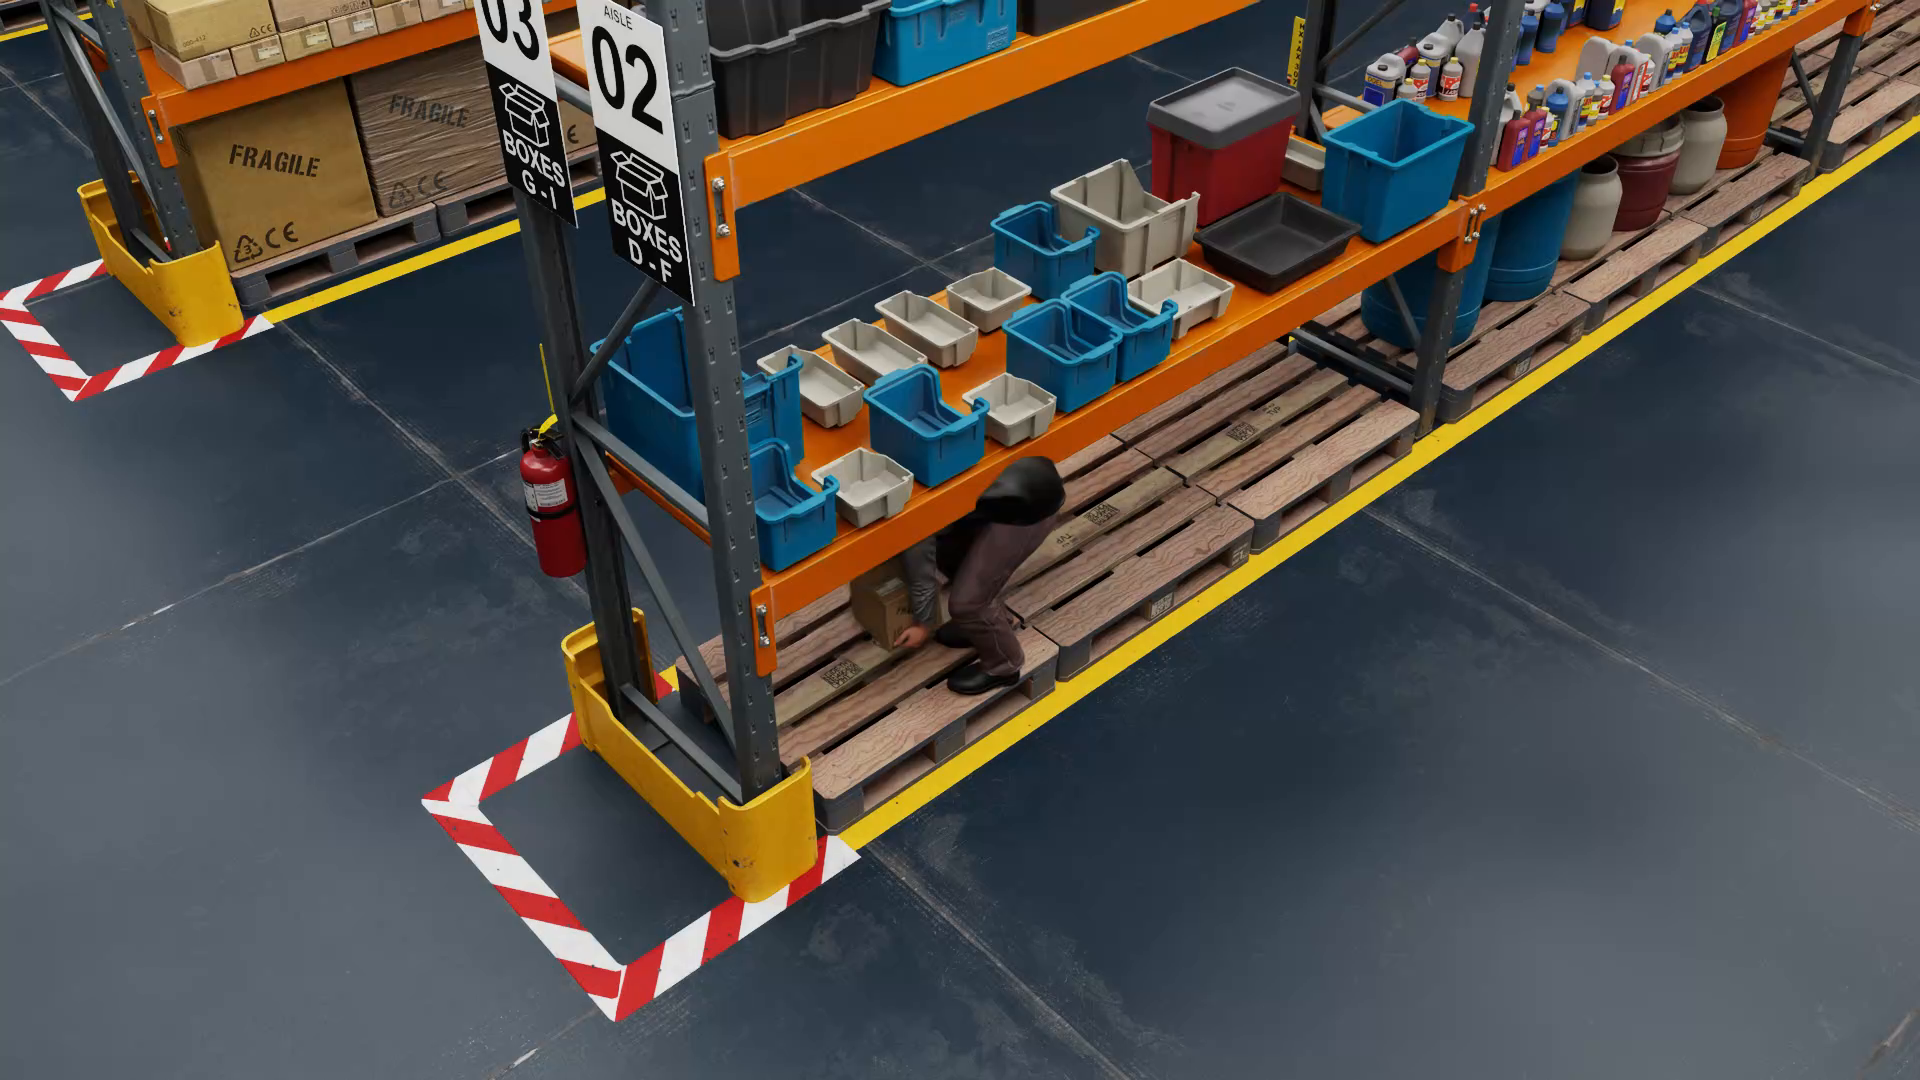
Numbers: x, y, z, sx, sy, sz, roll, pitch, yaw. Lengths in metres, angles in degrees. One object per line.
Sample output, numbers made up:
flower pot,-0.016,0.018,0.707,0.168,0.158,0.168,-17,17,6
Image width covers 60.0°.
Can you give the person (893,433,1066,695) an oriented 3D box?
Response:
person,-0.101,0.081,6.278,0.960,1.097,0.473,-8,40,-10
